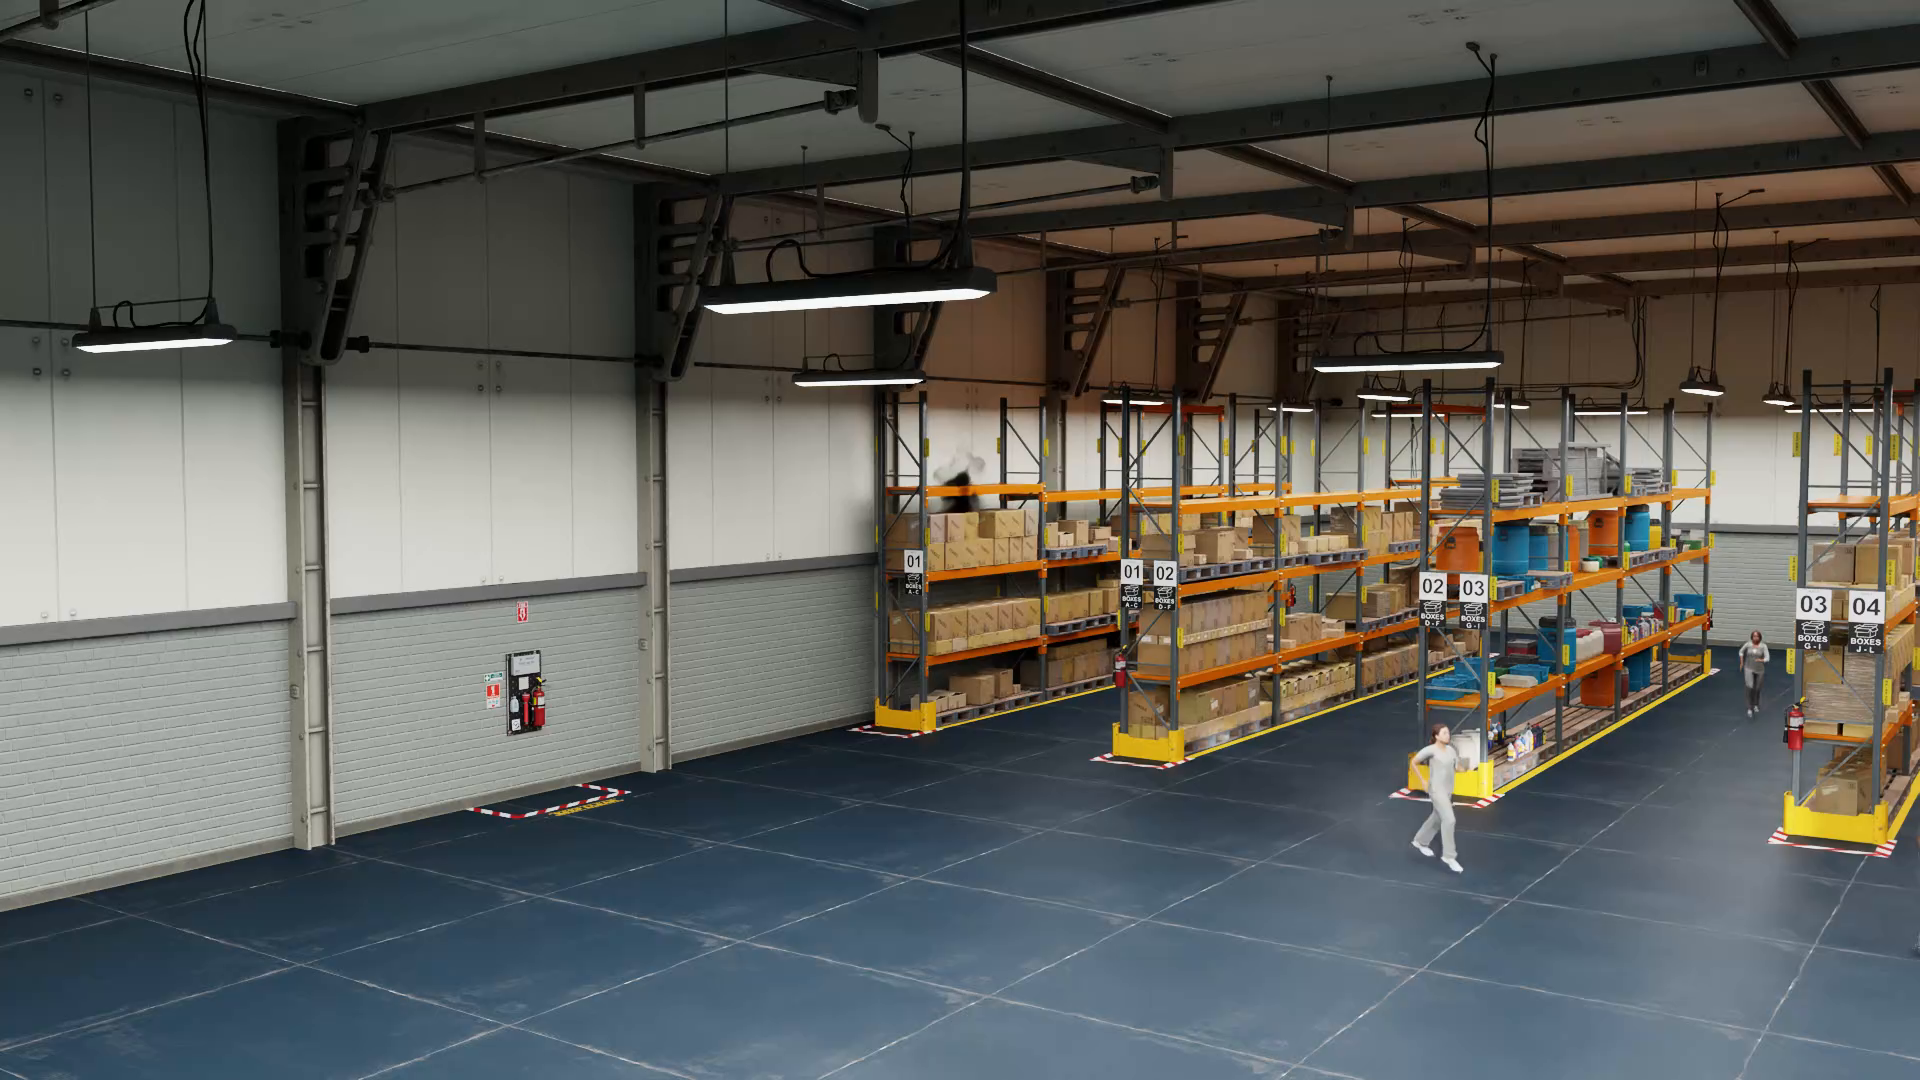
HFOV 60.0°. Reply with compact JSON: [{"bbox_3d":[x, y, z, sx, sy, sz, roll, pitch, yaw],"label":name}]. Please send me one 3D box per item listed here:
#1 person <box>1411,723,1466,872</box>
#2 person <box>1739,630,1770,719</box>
[{"bbox_3d":[5.751,3.047,19.920,0.541,1.715,0.797,-2,4,-36],"label":"person"},{"bbox_3d":[14.740,2.497,30.919,0.447,1.602,0.783,1,3,22],"label":"person"}]
